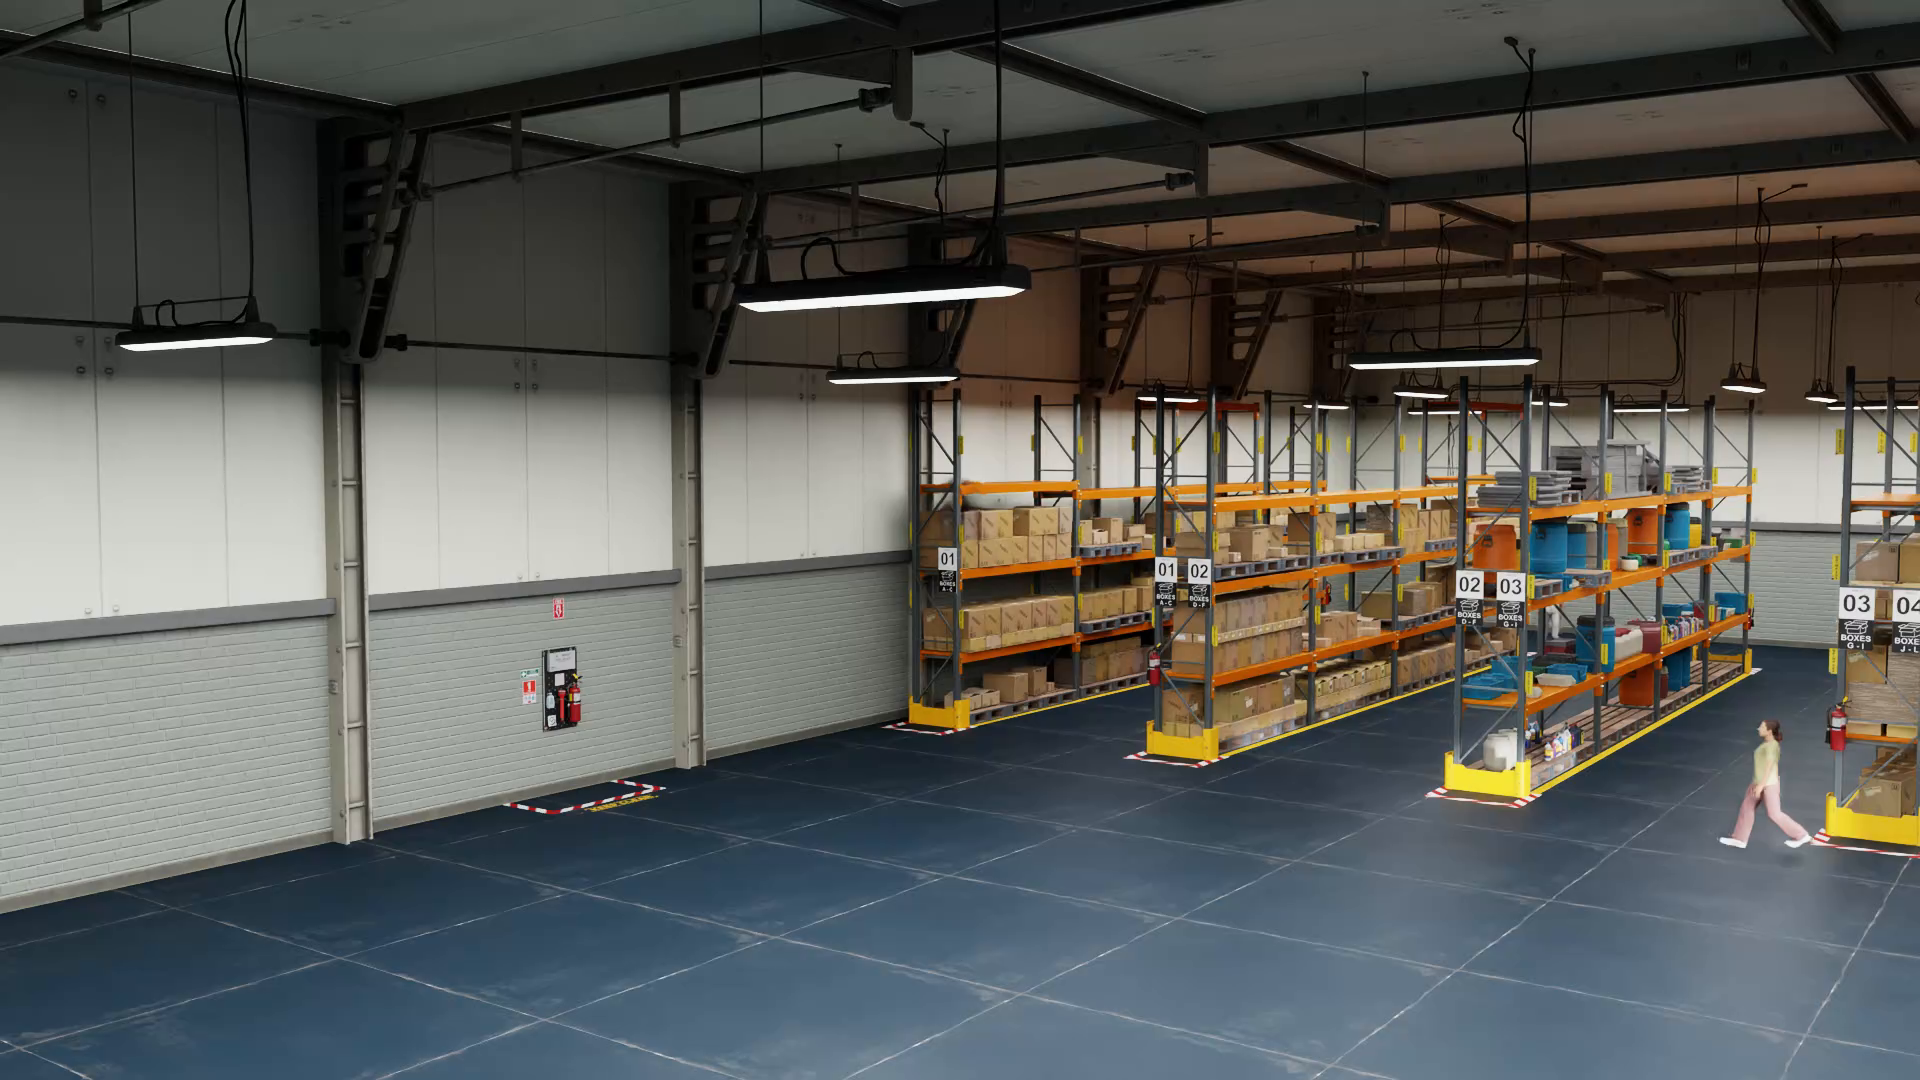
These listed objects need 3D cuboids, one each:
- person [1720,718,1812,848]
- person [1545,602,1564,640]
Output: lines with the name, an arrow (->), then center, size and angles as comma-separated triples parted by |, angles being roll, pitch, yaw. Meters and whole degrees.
person -> 9.958, 3.014, 20.503 | 0.982, 1.637, 0.436 | 1, 3, 10
person -> 14.763, 1.773, 41.507 | 0.624, 1.728, 1.003 | 1, 3, 11
